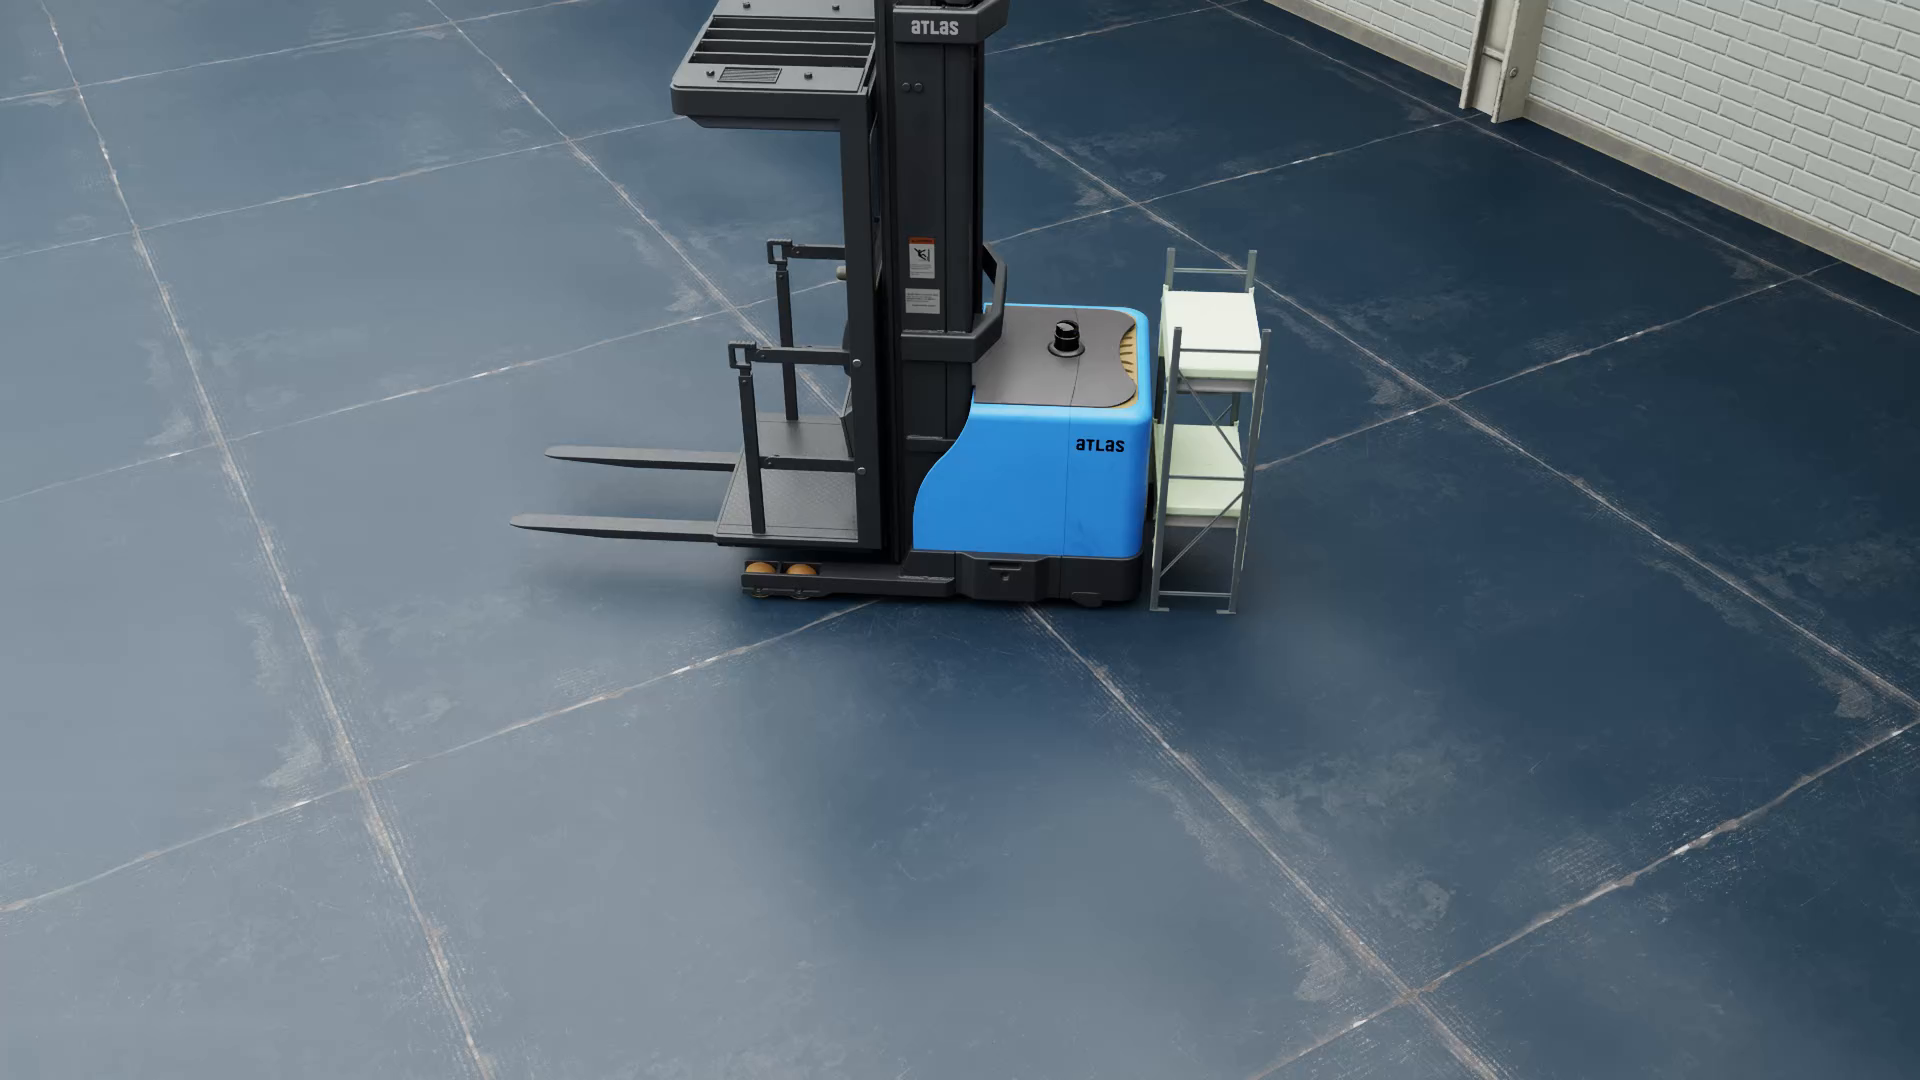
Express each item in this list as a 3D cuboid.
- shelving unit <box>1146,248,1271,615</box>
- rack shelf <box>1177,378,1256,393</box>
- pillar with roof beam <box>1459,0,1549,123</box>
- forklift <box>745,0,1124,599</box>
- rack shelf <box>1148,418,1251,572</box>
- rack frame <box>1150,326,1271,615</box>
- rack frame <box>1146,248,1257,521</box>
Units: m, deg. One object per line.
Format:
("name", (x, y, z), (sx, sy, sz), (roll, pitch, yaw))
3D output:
("shelving unit", (-8.012, -8.563, 18.702), (20.390, 1.500, 26.925), (2, 36, 3))
("rack shelf", (1.113, -0.858, 7.371), (0.332, 0.071, 0.664), (2, 36, 3))
("pillar with roof beam", (0.356, -5.649, 8.354), (9.100, 9.000, 0.400), (-19, 40, -24))
("forklift", (-10.701, -13.336, 18.870), (25.350, 9.011, 32.329), (2, 36, 3))
("rack shelf", (-8.011, -8.208, 18.972), (20.390, 0.609, 26.908), (2, 36, 3))
("rack frame", (1.090, -0.270, 7.348), (0.400, 1.500, 0.023), (2, 36, 3))
("rack frame", (1.137, -0.701, 7.938), (0.400, 1.500, 0.023), (2, 36, 3))
